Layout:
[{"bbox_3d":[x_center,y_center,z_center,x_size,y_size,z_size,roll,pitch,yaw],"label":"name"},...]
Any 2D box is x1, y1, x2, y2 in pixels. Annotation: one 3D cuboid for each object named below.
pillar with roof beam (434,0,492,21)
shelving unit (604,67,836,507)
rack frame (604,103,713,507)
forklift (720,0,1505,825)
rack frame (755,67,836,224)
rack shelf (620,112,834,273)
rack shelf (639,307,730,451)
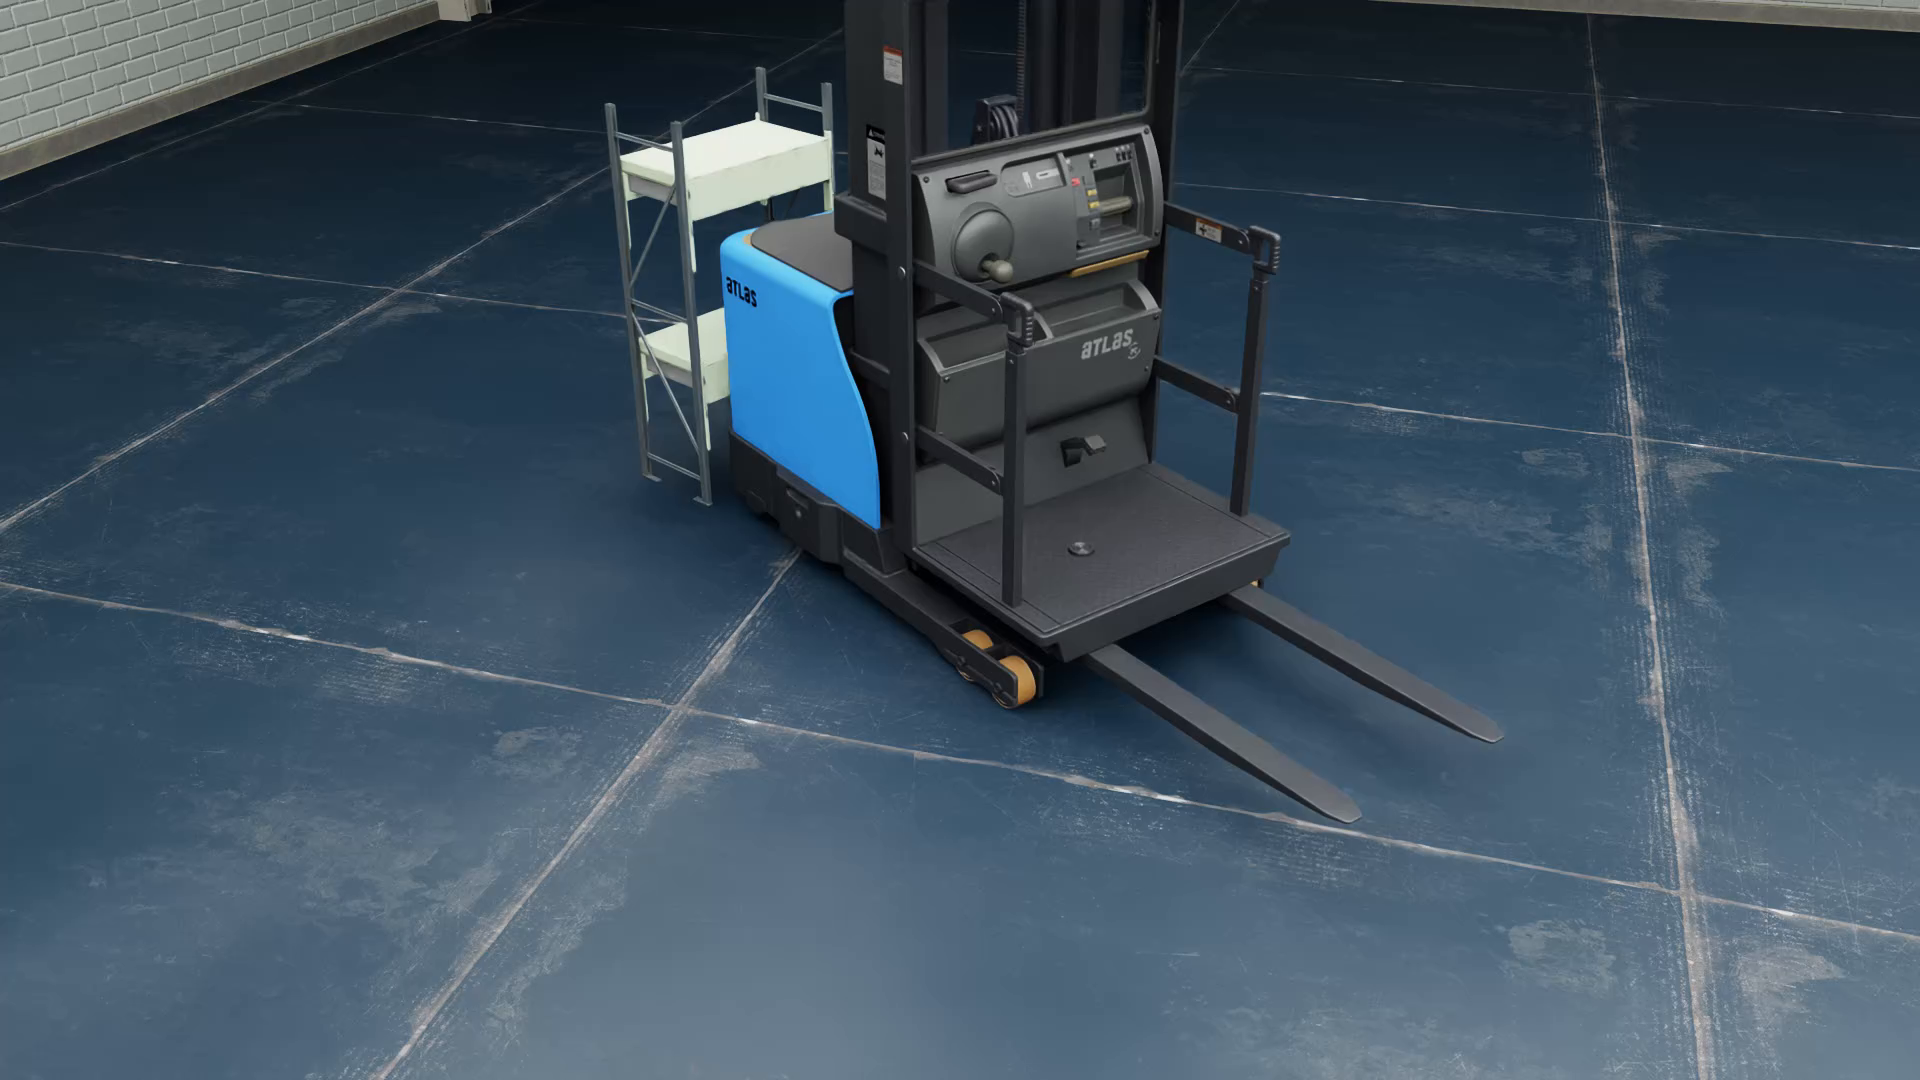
[{"bbox_3d":[-0.182,-7.867,11.136,9.100,9.000,0.400,8,30,15],"label":"pillar with roof beam"},{"bbox_3d":[-0.881,-0.986,6.480,0.431,1.500,0.755,23,37,35],"label":"shelving unit"},{"bbox_3d":[-1.124,-0.853,6.240,0.400,1.500,0.023,23,37,35],"label":"rack frame"},{"bbox_3d":[0.396,-1.016,5.061,1.130,2.935,3.031,-20,35,-32],"label":"forklift"},{"bbox_3d":[-0.639,-1.119,6.720,0.400,1.500,0.023,23,37,35],"label":"rack frame"},{"bbox_3d":[-0.881,-1.327,6.290,0.431,0.370,0.720,23,37,35],"label":"rack shelf"},{"bbox_3d":[-0.881,-0.701,6.638,0.431,0.370,0.720,23,37,35],"label":"rack shelf"}]
